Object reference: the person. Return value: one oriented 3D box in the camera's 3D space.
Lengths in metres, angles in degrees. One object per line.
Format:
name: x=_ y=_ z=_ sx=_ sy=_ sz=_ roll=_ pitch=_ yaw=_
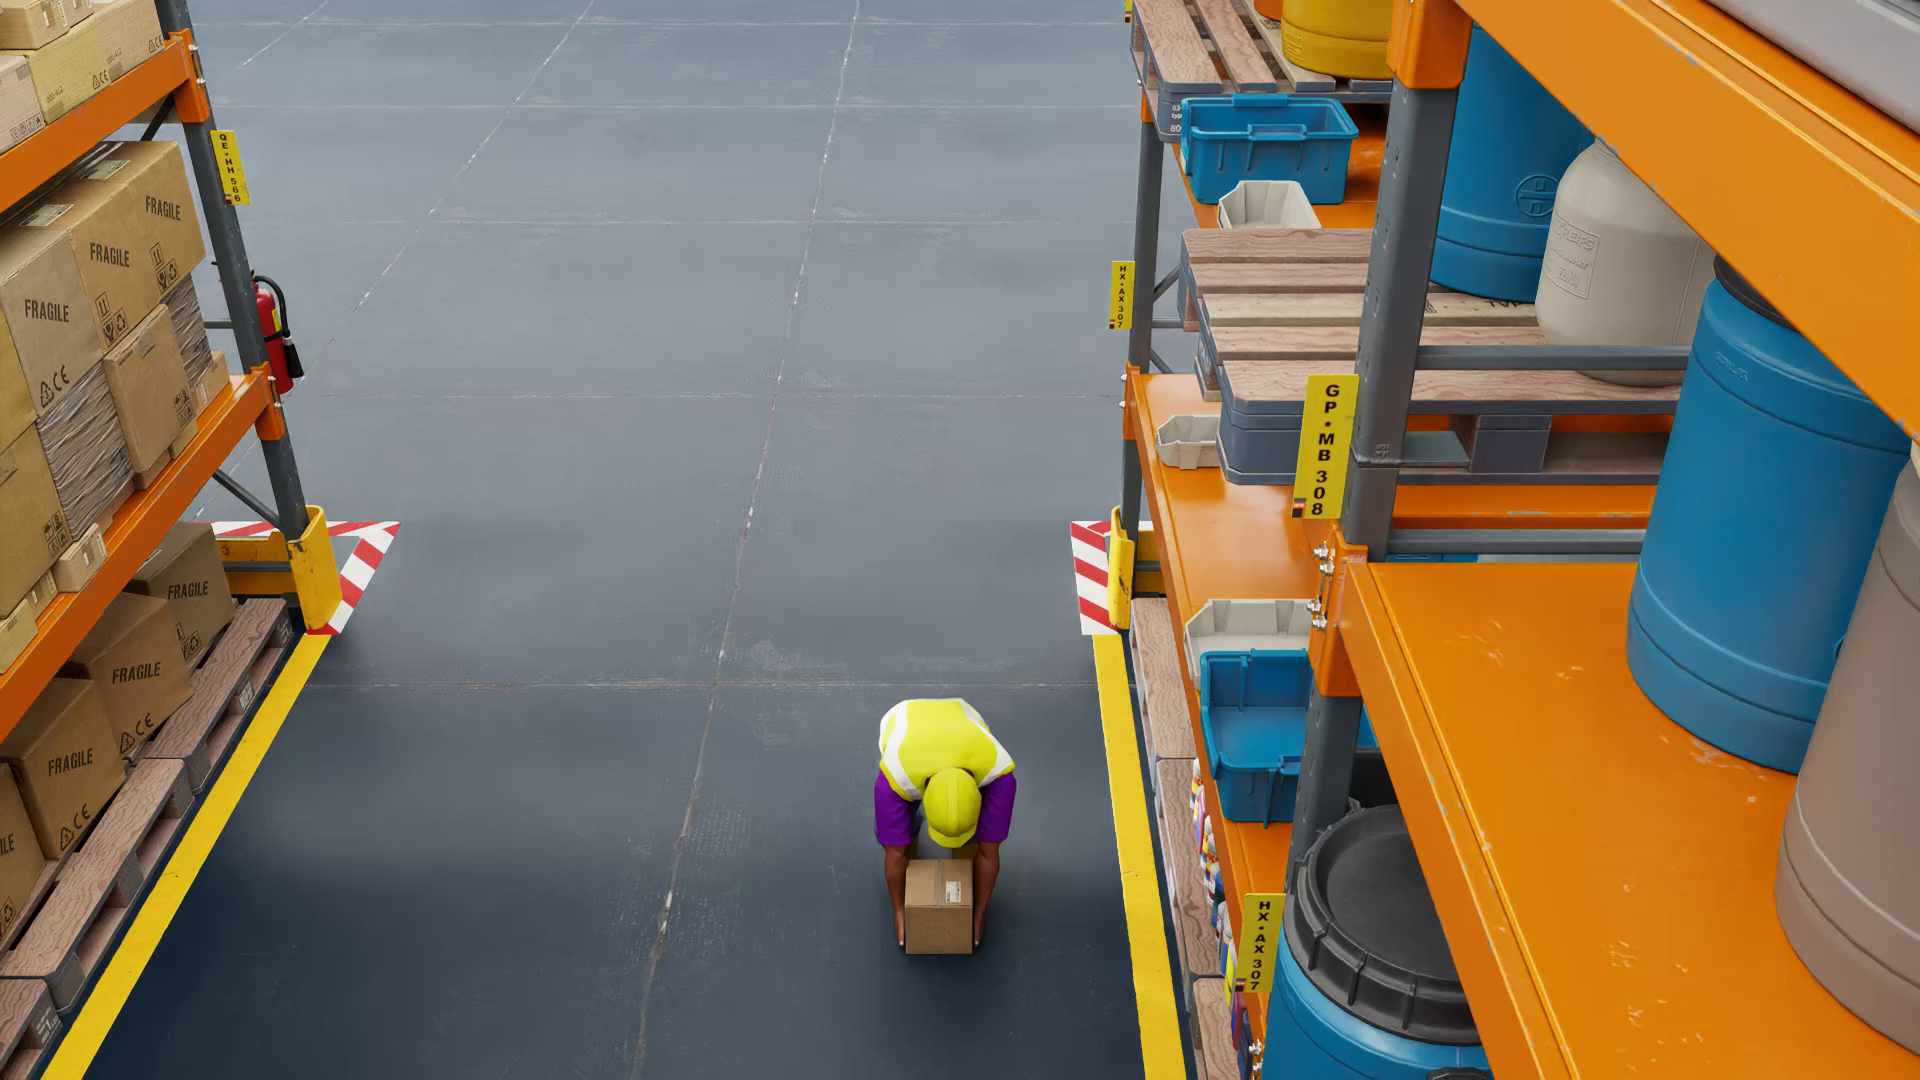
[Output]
person: x=-0.062 y=1.028 z=6.424 sx=0.541 sy=0.878 sz=0.937 roll=-1 pitch=31 yaw=-1
